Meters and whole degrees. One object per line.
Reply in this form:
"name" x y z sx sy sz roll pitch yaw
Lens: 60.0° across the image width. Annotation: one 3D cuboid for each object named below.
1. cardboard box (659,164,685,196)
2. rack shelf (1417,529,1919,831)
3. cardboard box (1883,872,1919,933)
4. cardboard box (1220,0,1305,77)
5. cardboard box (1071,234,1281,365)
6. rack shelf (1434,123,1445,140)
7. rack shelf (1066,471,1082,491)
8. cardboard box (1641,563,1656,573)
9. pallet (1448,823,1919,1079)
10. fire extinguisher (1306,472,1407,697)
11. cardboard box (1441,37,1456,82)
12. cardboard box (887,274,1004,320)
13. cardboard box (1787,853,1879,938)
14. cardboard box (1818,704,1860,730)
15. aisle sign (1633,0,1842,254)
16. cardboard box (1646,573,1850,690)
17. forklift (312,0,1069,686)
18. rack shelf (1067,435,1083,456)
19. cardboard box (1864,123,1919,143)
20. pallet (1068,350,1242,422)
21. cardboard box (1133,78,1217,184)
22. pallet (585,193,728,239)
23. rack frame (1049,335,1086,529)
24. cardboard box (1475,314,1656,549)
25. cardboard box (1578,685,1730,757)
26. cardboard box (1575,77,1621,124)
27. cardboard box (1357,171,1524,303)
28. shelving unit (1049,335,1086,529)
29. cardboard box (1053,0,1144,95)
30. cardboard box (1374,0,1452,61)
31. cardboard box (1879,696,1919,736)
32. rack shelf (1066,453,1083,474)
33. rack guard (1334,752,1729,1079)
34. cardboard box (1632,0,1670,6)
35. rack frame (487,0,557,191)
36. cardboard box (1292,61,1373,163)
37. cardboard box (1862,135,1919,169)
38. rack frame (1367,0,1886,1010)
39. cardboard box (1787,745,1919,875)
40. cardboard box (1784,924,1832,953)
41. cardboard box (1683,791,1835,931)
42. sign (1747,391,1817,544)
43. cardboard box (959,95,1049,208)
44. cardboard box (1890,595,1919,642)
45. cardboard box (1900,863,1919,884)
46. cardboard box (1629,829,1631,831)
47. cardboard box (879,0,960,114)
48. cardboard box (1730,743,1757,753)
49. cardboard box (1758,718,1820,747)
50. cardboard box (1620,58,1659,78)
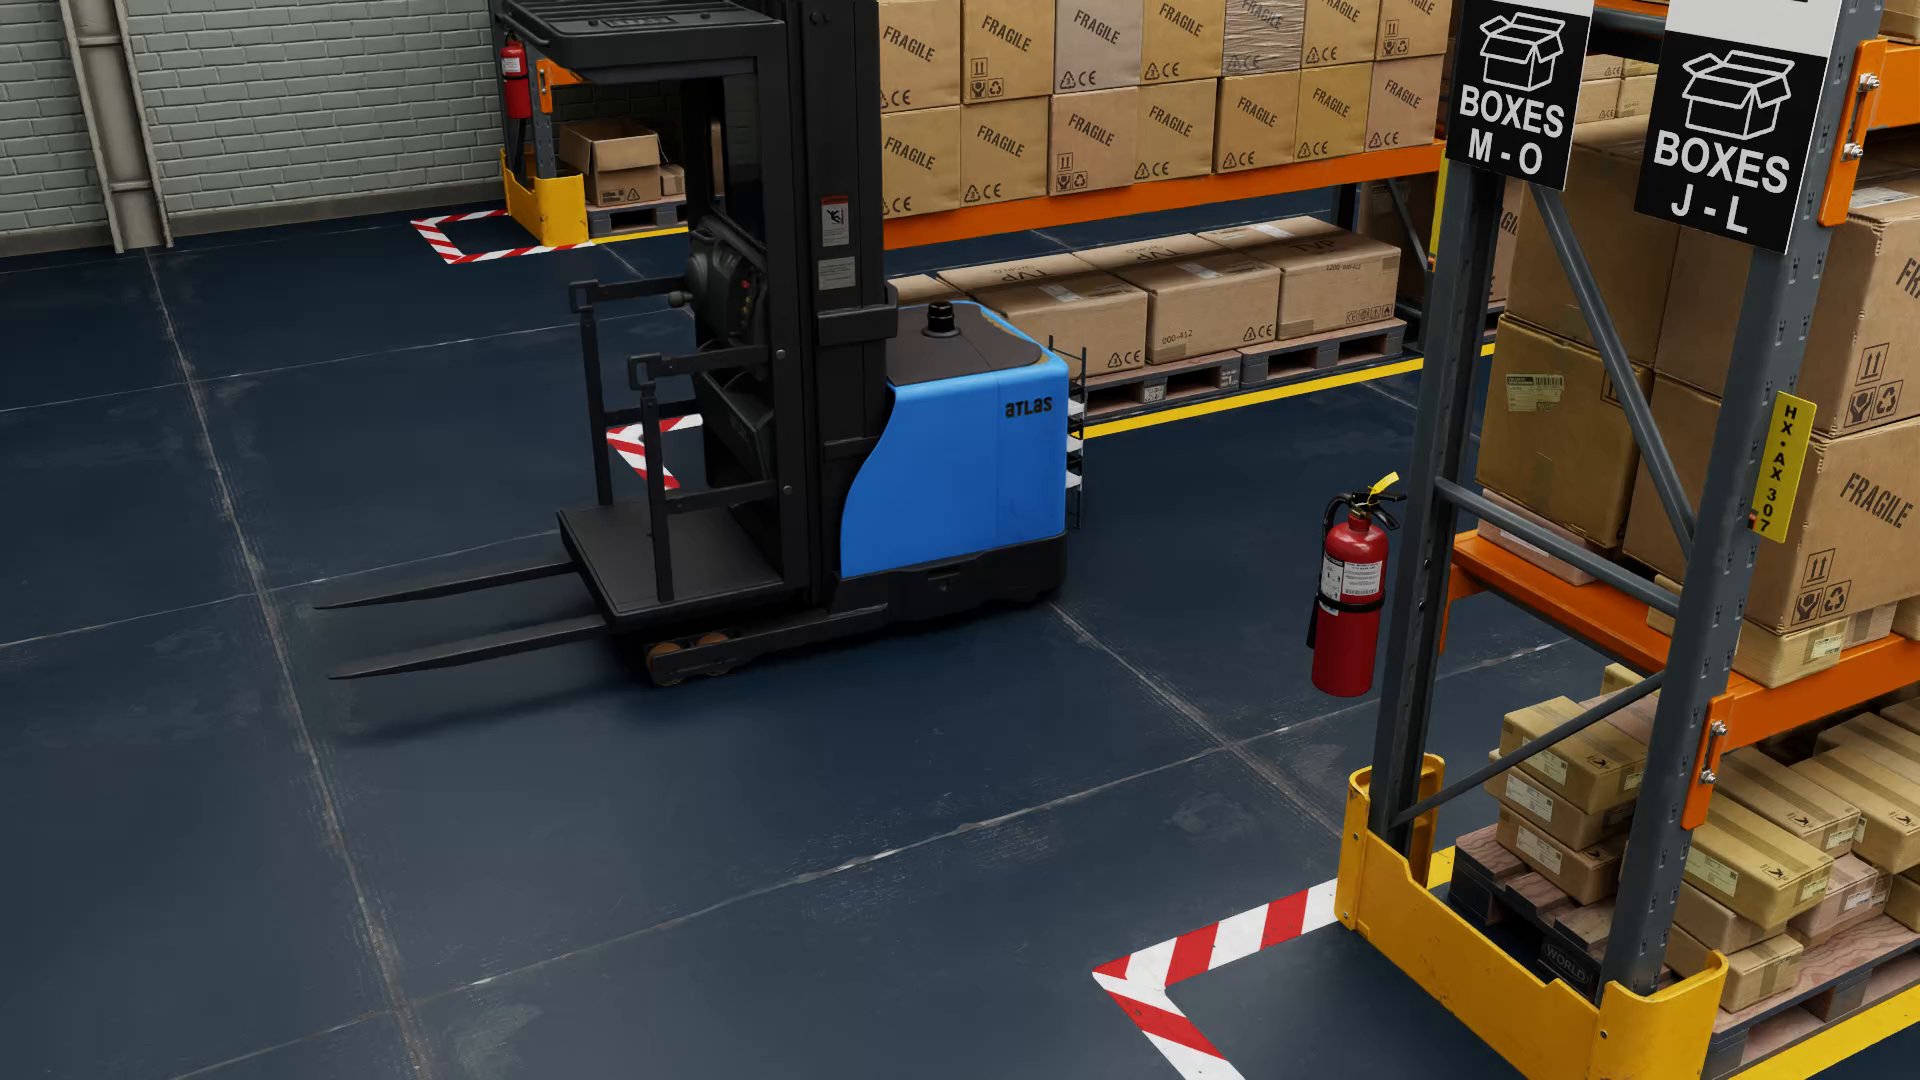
"cardboard box" -2.256 -2.803 12.931 0.250 0.149 0.380 -14 29 -27
"rack shelf" 3.289 -0.057 5.234 4.000 0.370 1.077 -13 29 -25
"cardboard box" 2.823 0.990 5.032 0.250 0.149 0.380 -13 28 -24
"cardboard box" 1.453 -2.745 8.731 0.500 0.500 0.500 -13 28 -24
"cardboard box" 1.241 -1.423 9.724 0.875 0.438 0.875 -14 29 -27
"rack shelf" 4.400 -2.741 10.825 4.000 0.370 1.077 -13 29 -25
"rack shelf" 0.411 -0.276 7.777 0.200 0.077 0.258 -20 32 -35
"cardboard box" 1.916 -0.071 4.723 0.250 0.149 0.380 -13 29 -25
"pallet" 2.325 1.116 5.182 1.213 0.211 1.003 -13 29 -25
"fire extinguisher" 1.085 0.104 4.588 0.183 0.674 0.296 -13 29 -25
"cardboard box" 3.156 -2.798 9.708 0.500 0.250 0.500 -14 29 -27
"cardboard box" -0.359 -1.051 8.948 0.875 0.438 0.875 -14 29 -27
"cardboard box" 2.376 0.945 4.781 0.250 0.149 0.380 -13 29 -25
"cardboard box" 2.764 0.555 5.594 0.250 0.149 0.380 -13 28 -24
"aisle sign" 1.601 -1.016 3.398 0.004 0.787 0.394 -13 29 -25
"cardboard box" 1.964 0.199 4.161 0.250 0.149 0.380 -13 29 -26
"forklift" -1.100 -1.007 6.460 3.031 2.935 1.130 -11 28 -22
"rack shelf" 0.411 -0.438 7.699 0.200 0.077 0.258 -20 32 -35
"cardboard box" 2.258 -0.895 4.534 0.500 0.500 0.500 -14 29 -27
"pallet" 0.850 -1.026 9.643 1.213 0.211 1.003 -13 29 -25
"cardboard box" 0.989 -2.196 8.742 0.500 0.500 0.500 -12 28 -23
"pallet" -2.463 -2.660 13.046 1.213 0.211 1.003 -13 29 -25
"rack frame" 0.489 -0.496 7.744 0.006 0.900 0.240 -20 32 -35
"cardboard box" 1.800 -0.343 4.539 0.500 0.500 0.500 -12 28 -24
"cardboard box" 2.121 0.620 5.114 0.250 0.149 0.380 -12 28 -24
"cardboard box" 3.604 -2.686 10.051 0.500 0.250 0.500 -14 29 -26
"cardboard box" 3.145 -2.047 10.517 0.875 0.875 0.875 -12 28 -24
"shelving unit" 0.411 -0.468 7.685 0.210 0.900 0.258 -20 32 -35
"cardboard box" 0.567 -2.544 8.313 0.500 0.500 0.500 -13 29 -25
"cardboard box" 2.349 -2.953 9.163 0.500 0.500 0.500 -13 29 -26
"cardboard box" 3.045 0.637 5.078 0.250 0.149 0.380 -12 28 -23
"rack shelf" 0.411 -0.357 7.738 0.200 0.077 0.258 -20 32 -35
"rack guard" 1.591 1.138 4.803 0.348 0.500 1.175 -13 29 -25
"cardboard box" 1.801 -1.452 4.016 0.500 0.250 0.500 -14 29 -26
"rack frame" -3.233 -3.739 12.071 0.127 3.000 1.000 -13 29 -25
"cardboard box" 1.895 -2.404 9.177 0.500 0.500 0.500 -14 29 -26
"cardboard box" 2.488 -0.699 4.126 0.500 0.500 0.500 -12 28 -24
"rack frame" 1.524 0.026 4.230 0.127 3.000 1.000 -13 29 -25
"cardboard box" 2.616 0.772 4.797 0.250 0.149 0.380 -13 29 -25
"cardboard box" 2.330 1.053 4.900 0.250 0.149 0.380 -13 29 -25
"cardboard box" 2.146 0.877 4.579 0.250 0.149 0.380 -14 29 -27
"sign" 1.780 -0.157 3.611 0.005 0.325 0.100 -13 29 -25
"cardboard box" 0.098 -1.991 8.315 0.500 0.500 0.500 -13 29 -26
"cardboard box" 2.432 0.097 4.373 0.250 0.149 0.380 -14 29 -27
"cardboard box" 2.827 0.851 4.978 0.250 0.149 0.380 -12 28 -24
"cardboard box" 2.070 0.844 5.335 0.250 0.149 0.380 -12 28 -24
"cardboard box" -0.337 -2.328 7.863 0.500 0.500 0.500 -14 29 -26
"cardboard box" 2.313 0.665 5.364 0.250 0.149 0.380 -14 29 -27
"cardboard box" 2.548 0.490 5.385 0.250 0.149 0.380 -14 29 -27
"cardboard box" 4.061 -3.008 10.144 0.500 0.250 0.500 -13 28 -24
